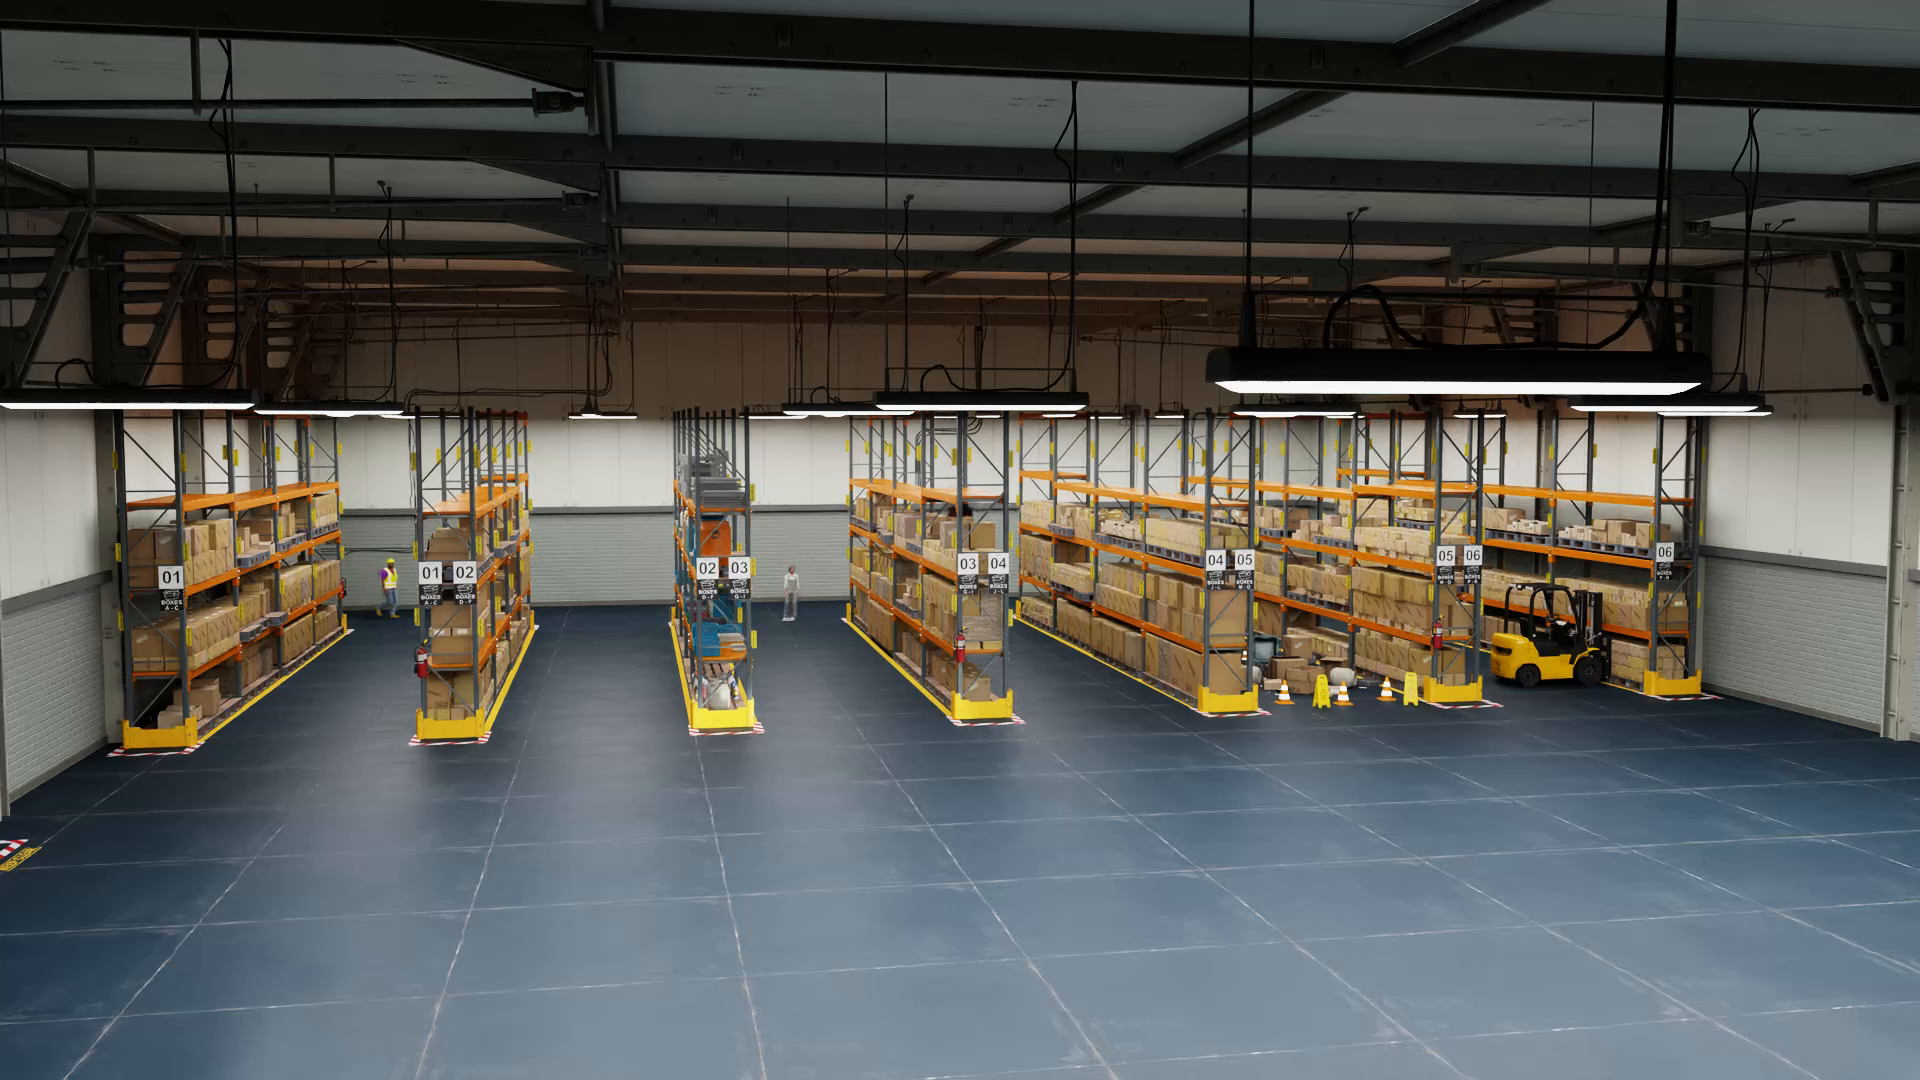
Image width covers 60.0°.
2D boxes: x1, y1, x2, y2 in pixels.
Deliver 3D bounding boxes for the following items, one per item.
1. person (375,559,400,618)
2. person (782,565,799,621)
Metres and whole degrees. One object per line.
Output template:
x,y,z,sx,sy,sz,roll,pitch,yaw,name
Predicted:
-16.616,1.404,48.345,0.677,1.736,0.619,1,4,16,person
-4.889,1.552,47.911,0.484,1.644,0.359,0,4,-3,person
